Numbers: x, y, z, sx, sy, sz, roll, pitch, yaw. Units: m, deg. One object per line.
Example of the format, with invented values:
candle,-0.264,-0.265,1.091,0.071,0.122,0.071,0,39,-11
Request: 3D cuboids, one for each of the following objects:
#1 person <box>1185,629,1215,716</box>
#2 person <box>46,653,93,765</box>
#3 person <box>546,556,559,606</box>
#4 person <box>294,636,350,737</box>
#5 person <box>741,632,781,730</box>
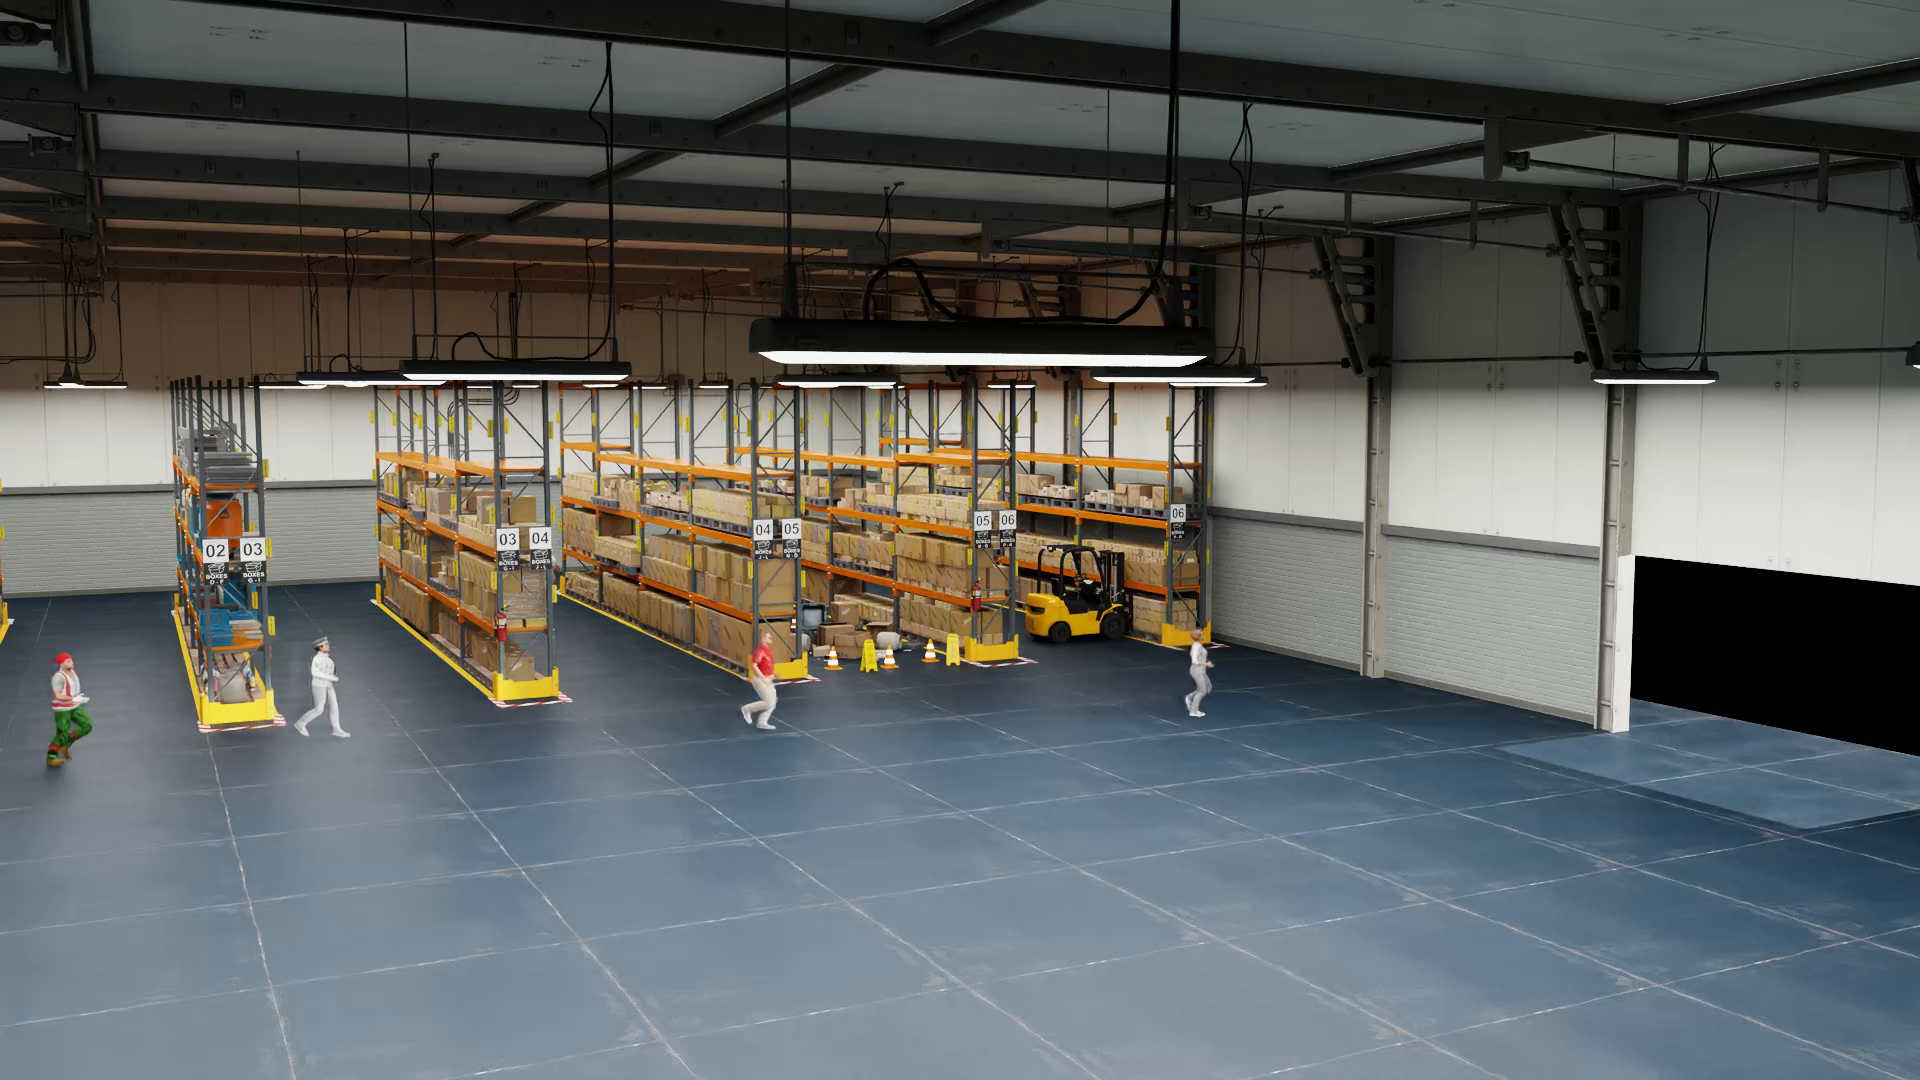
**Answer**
person,4.232,2.338,29.329,0.549,1.554,0.529,1,5,16
person,-13.638,2.574,25.487,0.748,1.732,0.687,0,5,5
person,-10.898,0.992,43.982,0.576,1.686,0.635,-2,5,-18
person,-10.550,2.435,27.456,0.884,1.687,0.618,0,5,1
person,-3.378,2.388,28.217,0.631,1.677,0.652,1,5,6
